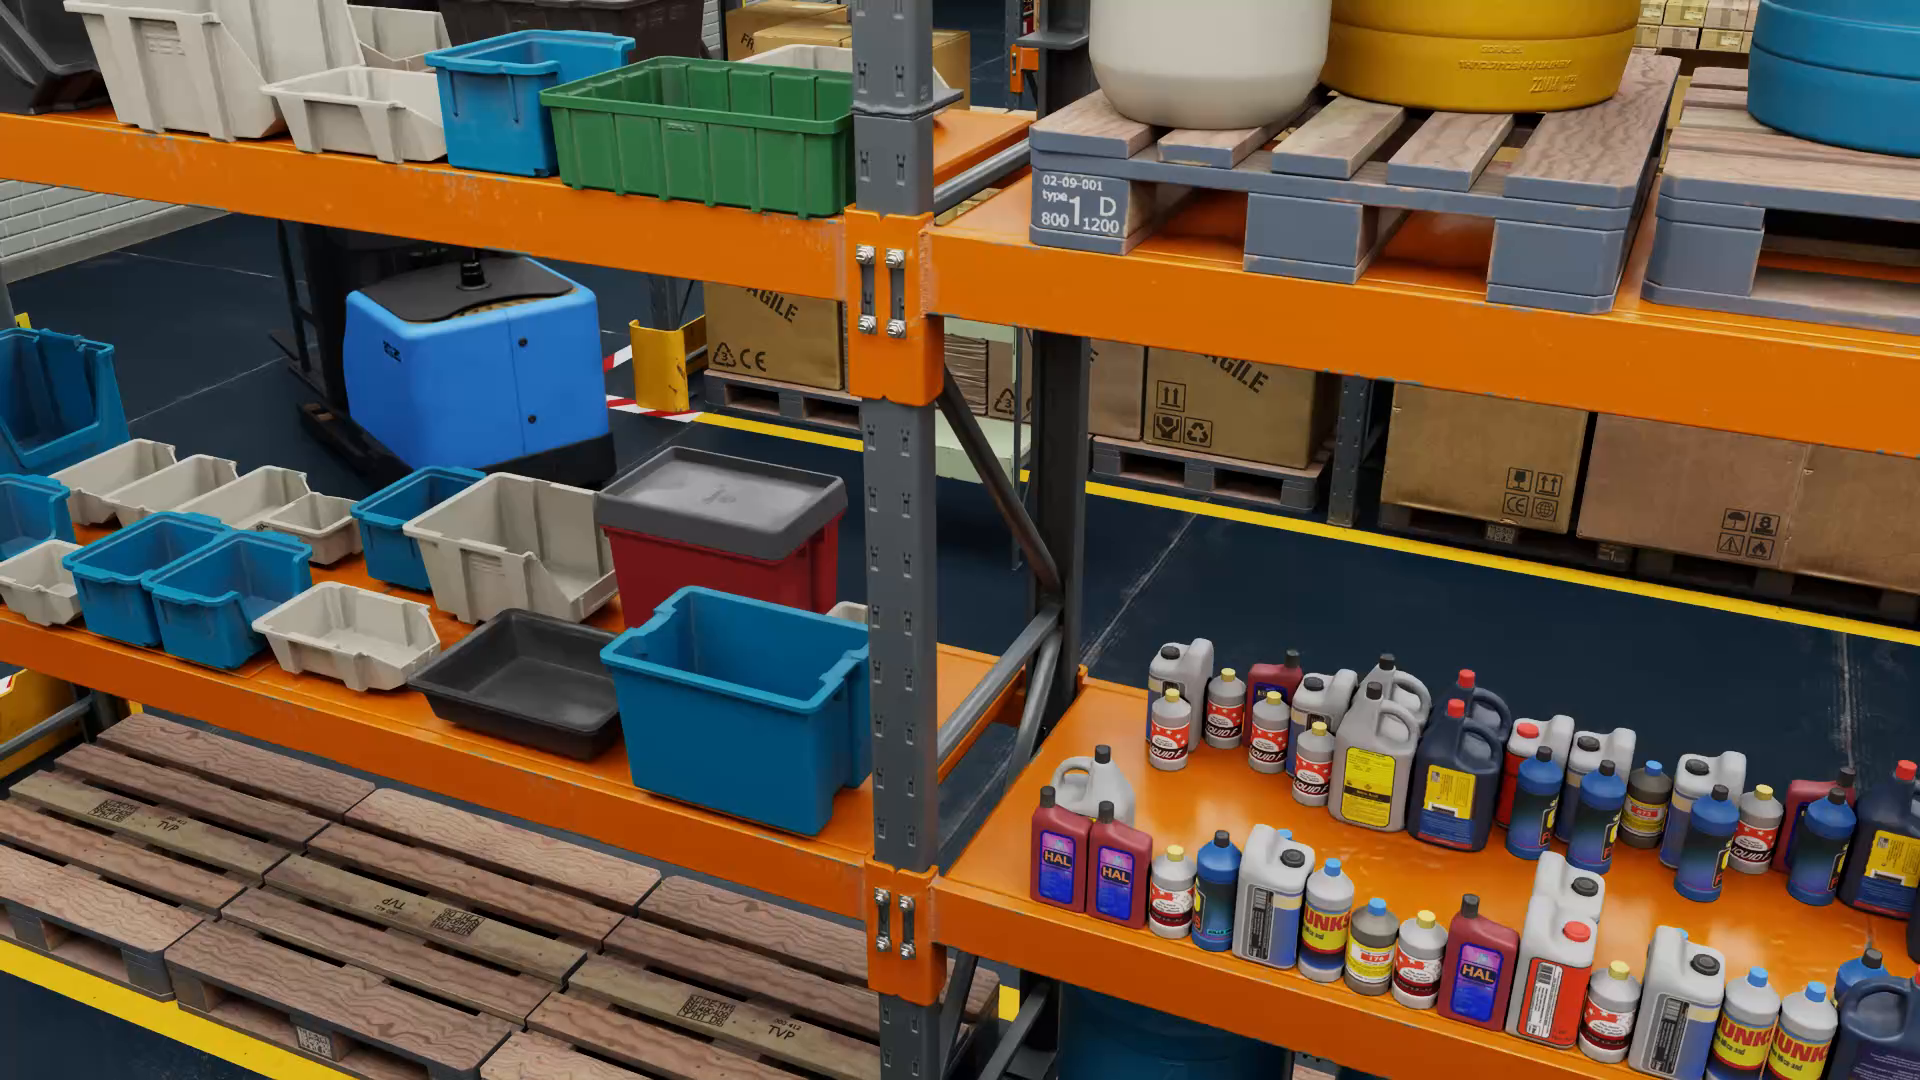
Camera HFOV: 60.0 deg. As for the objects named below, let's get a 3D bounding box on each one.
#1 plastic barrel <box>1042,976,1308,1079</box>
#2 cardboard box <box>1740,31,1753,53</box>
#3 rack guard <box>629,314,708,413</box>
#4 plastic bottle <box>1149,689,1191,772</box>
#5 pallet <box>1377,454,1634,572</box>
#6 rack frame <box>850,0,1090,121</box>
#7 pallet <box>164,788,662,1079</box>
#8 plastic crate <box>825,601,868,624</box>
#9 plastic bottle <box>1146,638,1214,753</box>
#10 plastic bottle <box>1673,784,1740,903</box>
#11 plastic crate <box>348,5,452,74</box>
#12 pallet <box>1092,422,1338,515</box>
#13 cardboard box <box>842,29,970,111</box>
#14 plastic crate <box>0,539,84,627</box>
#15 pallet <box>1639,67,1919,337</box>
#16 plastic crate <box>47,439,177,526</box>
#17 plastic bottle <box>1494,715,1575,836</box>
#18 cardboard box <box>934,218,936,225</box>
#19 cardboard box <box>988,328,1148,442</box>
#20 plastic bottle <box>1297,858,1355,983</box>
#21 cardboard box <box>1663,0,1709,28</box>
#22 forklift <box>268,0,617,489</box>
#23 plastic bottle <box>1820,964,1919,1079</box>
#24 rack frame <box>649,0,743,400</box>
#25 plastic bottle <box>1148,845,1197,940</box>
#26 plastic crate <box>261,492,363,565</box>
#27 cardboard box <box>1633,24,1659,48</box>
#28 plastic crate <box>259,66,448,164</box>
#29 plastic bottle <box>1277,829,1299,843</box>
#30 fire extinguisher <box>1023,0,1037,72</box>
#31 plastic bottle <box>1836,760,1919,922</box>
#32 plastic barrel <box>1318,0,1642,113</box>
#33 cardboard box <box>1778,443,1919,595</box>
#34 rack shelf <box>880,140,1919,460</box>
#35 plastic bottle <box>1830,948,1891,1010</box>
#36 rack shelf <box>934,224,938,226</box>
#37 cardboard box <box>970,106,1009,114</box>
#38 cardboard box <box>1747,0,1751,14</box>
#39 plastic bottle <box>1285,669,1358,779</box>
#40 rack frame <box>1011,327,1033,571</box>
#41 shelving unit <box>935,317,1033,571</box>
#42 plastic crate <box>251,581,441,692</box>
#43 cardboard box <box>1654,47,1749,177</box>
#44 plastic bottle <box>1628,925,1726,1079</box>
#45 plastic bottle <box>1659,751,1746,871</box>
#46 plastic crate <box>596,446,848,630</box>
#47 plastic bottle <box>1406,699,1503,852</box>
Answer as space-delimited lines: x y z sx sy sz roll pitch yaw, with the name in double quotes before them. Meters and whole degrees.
"plastic barrel" 0.553 1.239 4.237 0.708 0.901 0.600 11 28 22
"cardboard box" 5.384 -3.350 11.131 0.250 0.149 0.380 13 29 24
"rack guard" -1.548 -1.226 10.174 0.348 0.500 1.175 11 28 22
"plastic bottle" 0.523 0.465 4.135 0.097 0.201 0.097 0 26 0
"pallet" 2.849 -0.250 8.518 1.213 0.211 1.003 11 28 22
"rack frame" 0.065 -2.311 2.757 0.127 3.000 1.000 11 28 22
"pallet" -1.735 1.290 5.391 1.213 0.211 1.003 11 28 22
"plastic crate" -0.300 0.329 4.417 0.243 0.136 0.396 11 28 22
"plastic bottle" 0.558 0.378 4.227 0.135 0.276 0.152 11 28 22
"plastic bottle" 1.648 0.659 3.660 0.097 0.271 0.097 0 26 0
"plastic crate" -1.593 -1.301 4.399 0.530 0.136 0.437 11 28 22
"pallet" 1.455 -0.531 9.089 1.213 0.211 1.003 11 28 22
"cardboard box" -0.272 -2.365 8.643 0.500 0.500 0.500 11 28 20
"plastic crate" -2.613 0.134 4.813 0.298 0.136 0.250 11 28 22
"pallet" 1.853 -0.571 2.831 1.213 0.211 1.003 11 28 22
"plastic crate" -2.759 -0.184 5.458 0.243 0.136 0.396 11 28 22
"plastic bottle" 1.349 0.537 3.904 0.135 0.276 0.152 11 28 22
"cardboard box" -0.168 -1.798 8.791 0.250 0.149 0.380 11 28 21
"cardboard box" 0.728 -1.164 9.148 0.875 0.875 0.875 11 28 22
"plastic bottle" 0.756 0.775 3.426 0.097 0.271 0.097 0 26 0
"cardboard box" 4.917 -3.577 11.254 0.250 0.149 0.380 12 29 22
"forklift" -3.126 -1.984 8.961 1.130 2.935 3.031 -19 32 -34
"plastic bottle" 1.704 0.918 3.045 0.185 0.351 0.144 11 28 22
"rack frame" -1.526 -2.343 9.613 0.127 3.000 1.000 11 28 22
"plastic bottle" 0.456 0.746 3.564 0.097 0.201 0.097 0 26 0
"plastic crate" -1.960 -0.037 5.160 0.250 0.136 0.298 11 28 22
"cardboard box" 4.665 -3.493 11.421 0.250 0.149 0.380 11 28 21
"plastic crate" -1.250 -0.927 3.639 0.466 0.136 0.293 11 28 22
"plastic bottle" 0.696 0.720 3.616 0.097 0.201 0.097 0 26 0
"fire extinguisher" 0.581 -4.348 14.196 0.183 0.674 0.296 11 28 22
"plastic bottle" 2.040 0.640 3.610 0.185 0.351 0.144 11 28 22
"plastic barrel" 0.980 -1.153 3.112 0.600 0.588 0.600 0 26 0
"cardboard box" 4.329 -0.416 7.629 0.875 0.875 1.225 11 28 22
"rack shelf" 1.886 -0.277 2.836 4.000 0.370 1.077 11 28 22
"plastic bottle" 1.714 0.897 3.178 0.097 0.271 0.097 0 26 0
"rack shelf" 0.295 -1.654 9.029 4.000 0.370 1.077 11 28 22
"cardboard box" -0.050 -2.241 9.239 0.500 0.250 0.500 10 28 20
"cardboard box" 5.425 -3.790 11.688 0.250 0.149 0.380 11 28 22
"plastic bottle" 0.890 0.445 4.092 0.135 0.276 0.152 11 28 22
"rack frame" 0.339 -0.605 7.780 0.023 1.500 0.400 11 28 22
"shelving unit" 0.006 -0.672 7.916 0.755 1.500 0.431 11 28 22
"plastic crate" -1.645 0.274 4.528 0.466 0.136 0.293 11 28 22
"cardboard box" 3.320 -1.863 7.389 0.637 0.503 0.797 12 29 22
"plastic bottle" 1.383 0.885 3.197 0.135 0.276 0.152 11 28 22
"plastic bottle" 1.683 0.604 3.768 0.135 0.276 0.152 11 28 22
"plastic crate" -0.644 0.060 4.591 0.583 0.464 0.402 11 28 22
"plastic bottle" 1.146 0.530 3.833 0.185 0.351 0.144 11 28 22
